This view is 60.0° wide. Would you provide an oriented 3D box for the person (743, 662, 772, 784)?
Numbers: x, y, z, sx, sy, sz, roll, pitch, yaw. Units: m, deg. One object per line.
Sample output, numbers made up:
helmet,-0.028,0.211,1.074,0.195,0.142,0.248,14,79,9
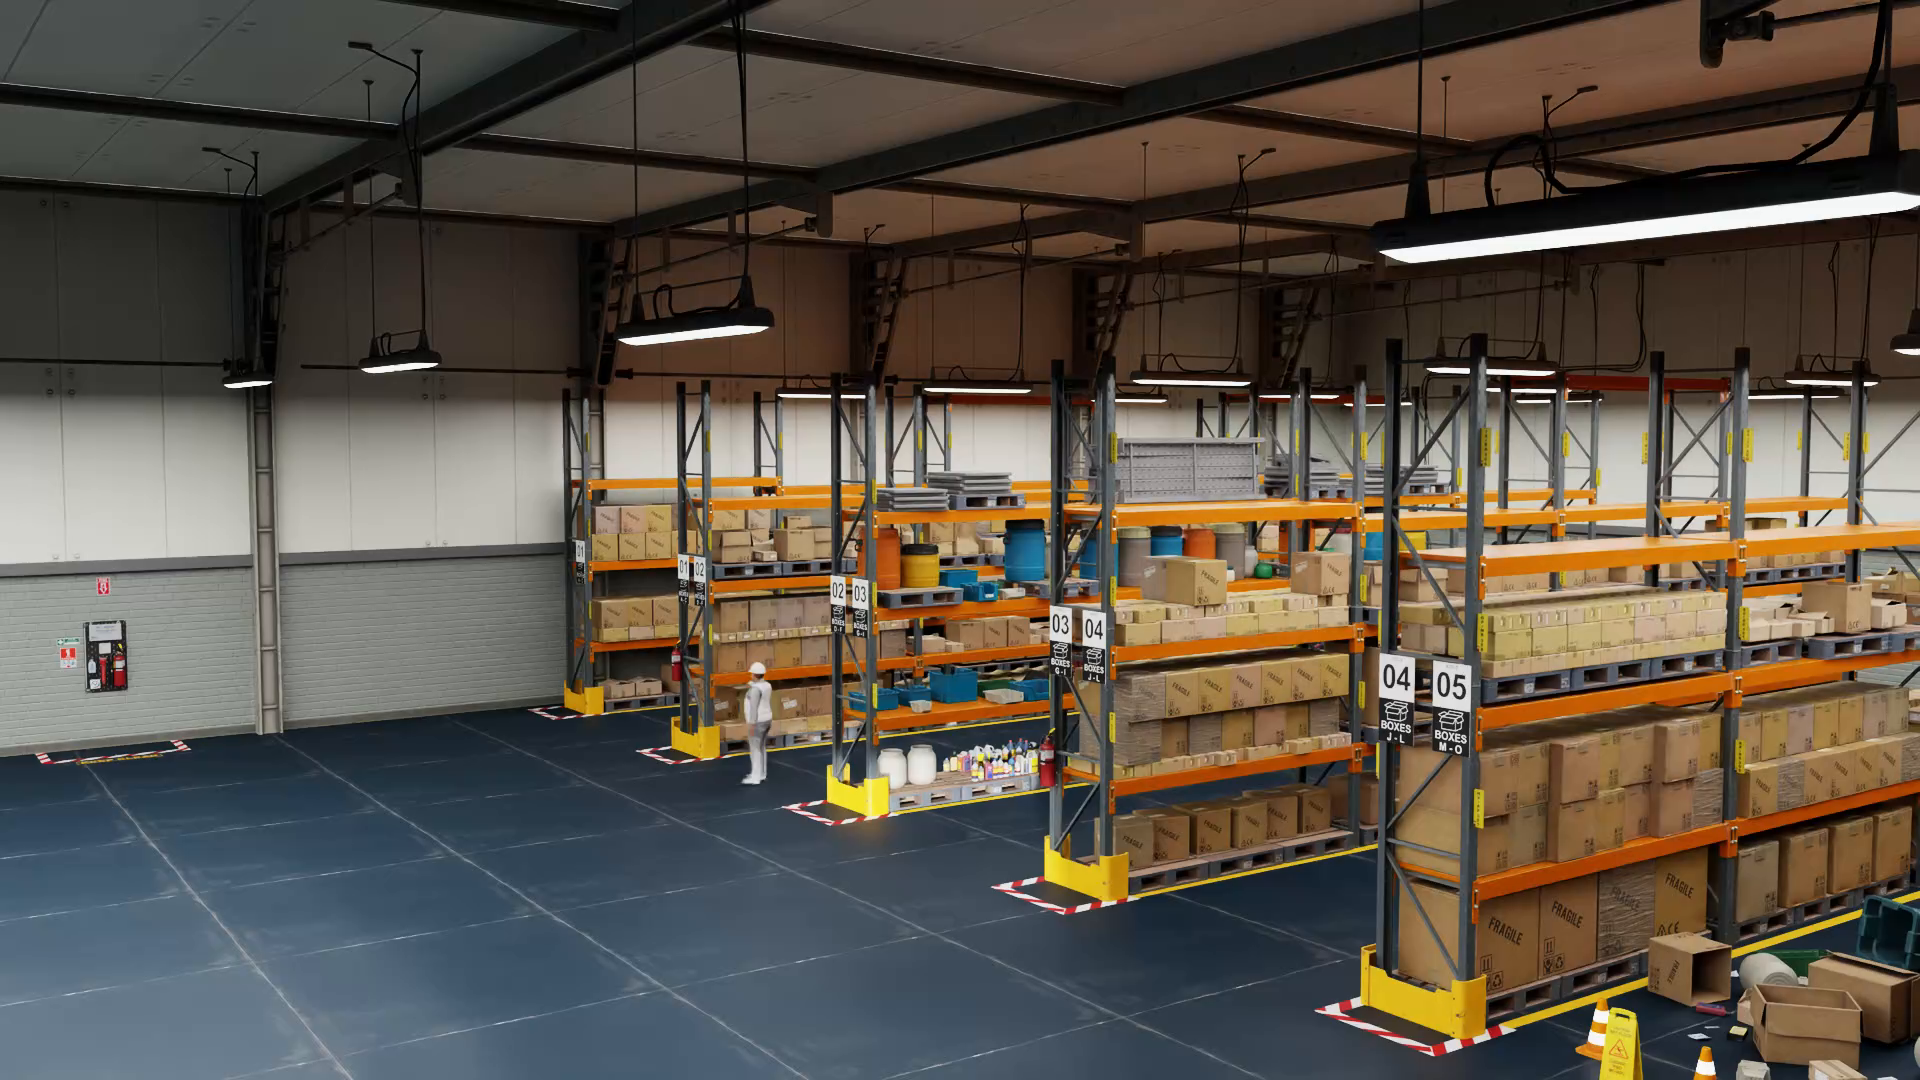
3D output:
person,-3.016,2.689,24.577,0.441,1.776,0.576,1,4,13
